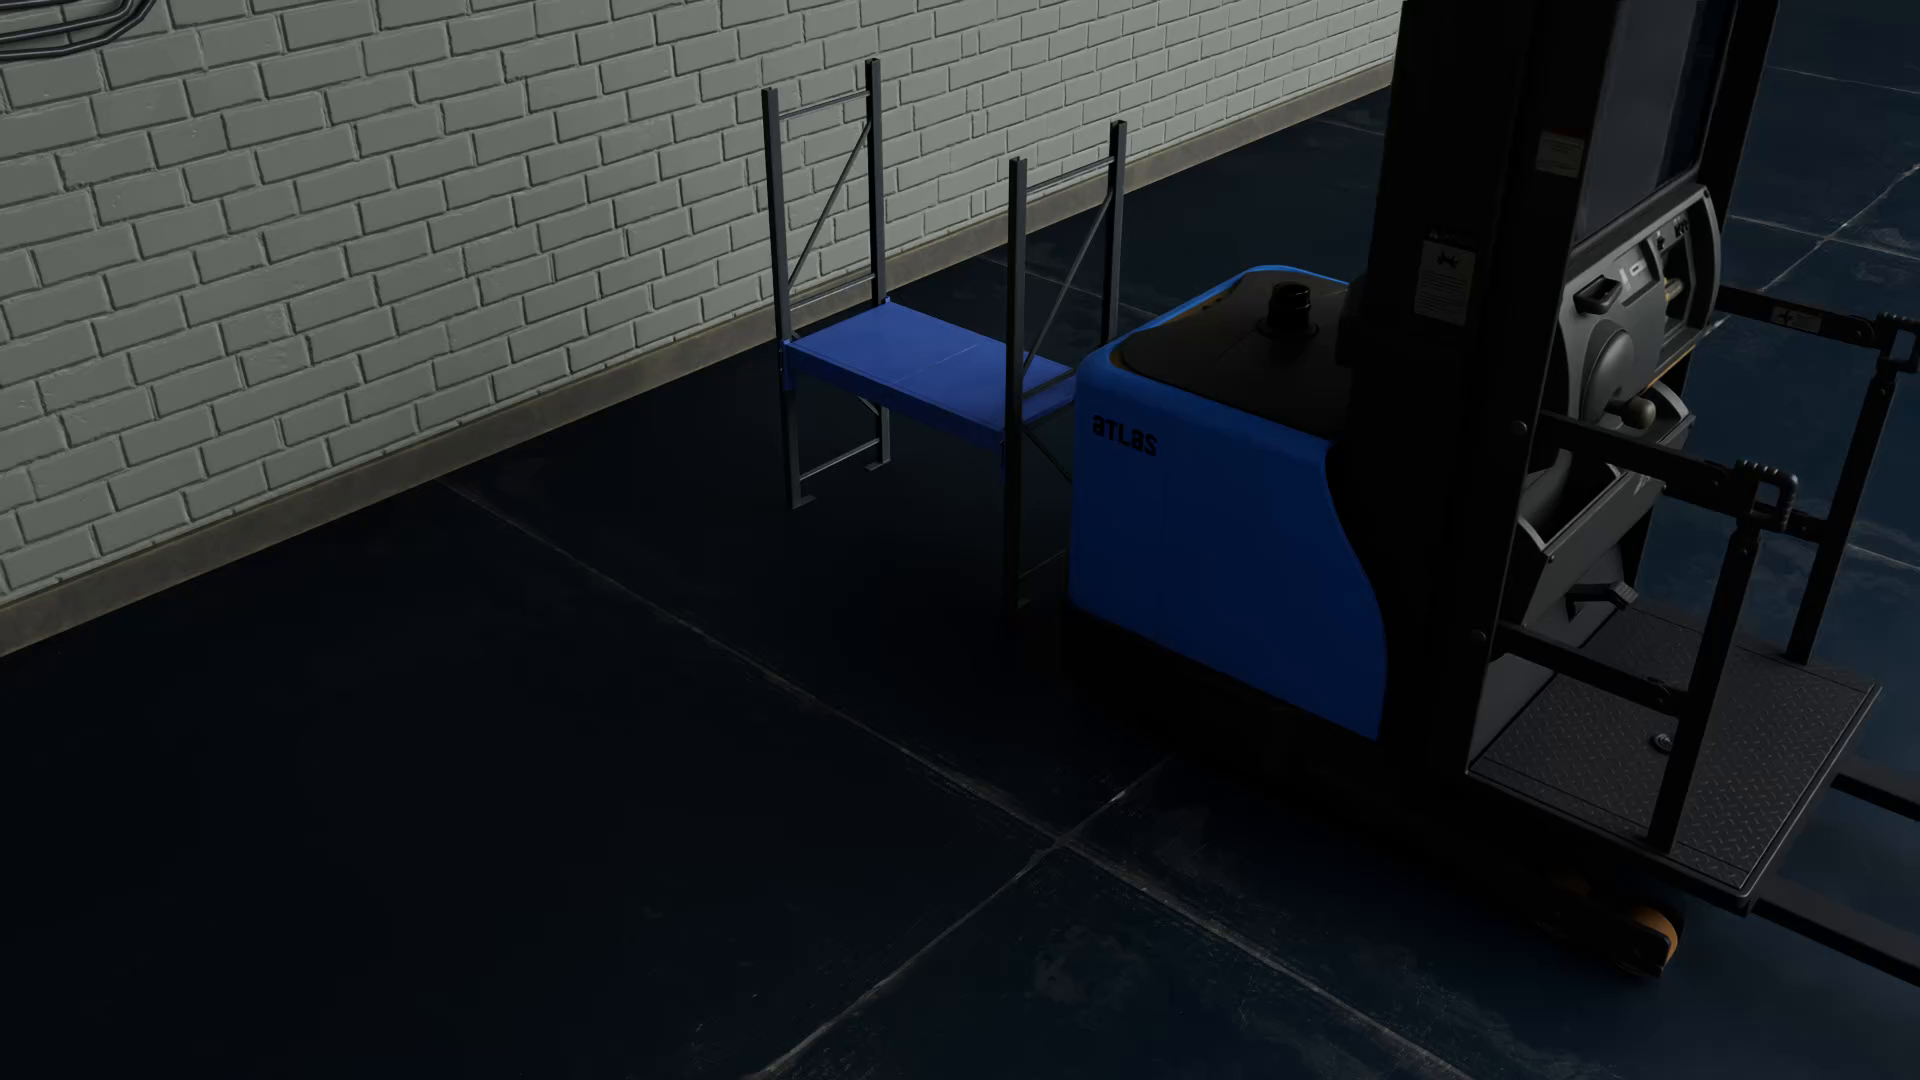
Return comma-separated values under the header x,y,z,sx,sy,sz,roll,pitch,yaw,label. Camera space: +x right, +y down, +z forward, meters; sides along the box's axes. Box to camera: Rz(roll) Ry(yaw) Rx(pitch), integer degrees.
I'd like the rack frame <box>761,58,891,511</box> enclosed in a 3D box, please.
x,y,z,sx,sy,sz,roll,pitch,yaw,label
-0.440,-0.848,5.704,0.032,1.500,0.500,25,39,35,rack frame

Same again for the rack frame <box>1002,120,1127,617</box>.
x,y,z,sx,sy,sz,roll,pitch,yaw,label
0.314,-0.496,5.120,0.032,1.500,0.500,25,39,35,rack frame

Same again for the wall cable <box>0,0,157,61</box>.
x,y,z,sx,sy,sz,roll,pitch,yaw,label
-3.252,-1.981,3.327,0.112,2.526,3.097,25,39,35,wall cable

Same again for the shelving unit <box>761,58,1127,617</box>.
x,y,z,sx,sy,sz,roll,pitch,yaw,label
-0.063,-0.672,5.412,1.048,1.500,0.538,25,39,35,shelving unit

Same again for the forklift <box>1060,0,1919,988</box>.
x,y,z,sx,sy,sz,roll,pitch,yaw,label
1.747,-0.517,3.767,3.031,2.935,1.130,24,38,34,forklift

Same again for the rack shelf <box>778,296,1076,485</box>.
x,y,z,sx,sy,sz,roll,pitch,yaw,label
-0.063,-0.518,5.505,1.000,0.185,0.538,25,39,35,rack shelf
